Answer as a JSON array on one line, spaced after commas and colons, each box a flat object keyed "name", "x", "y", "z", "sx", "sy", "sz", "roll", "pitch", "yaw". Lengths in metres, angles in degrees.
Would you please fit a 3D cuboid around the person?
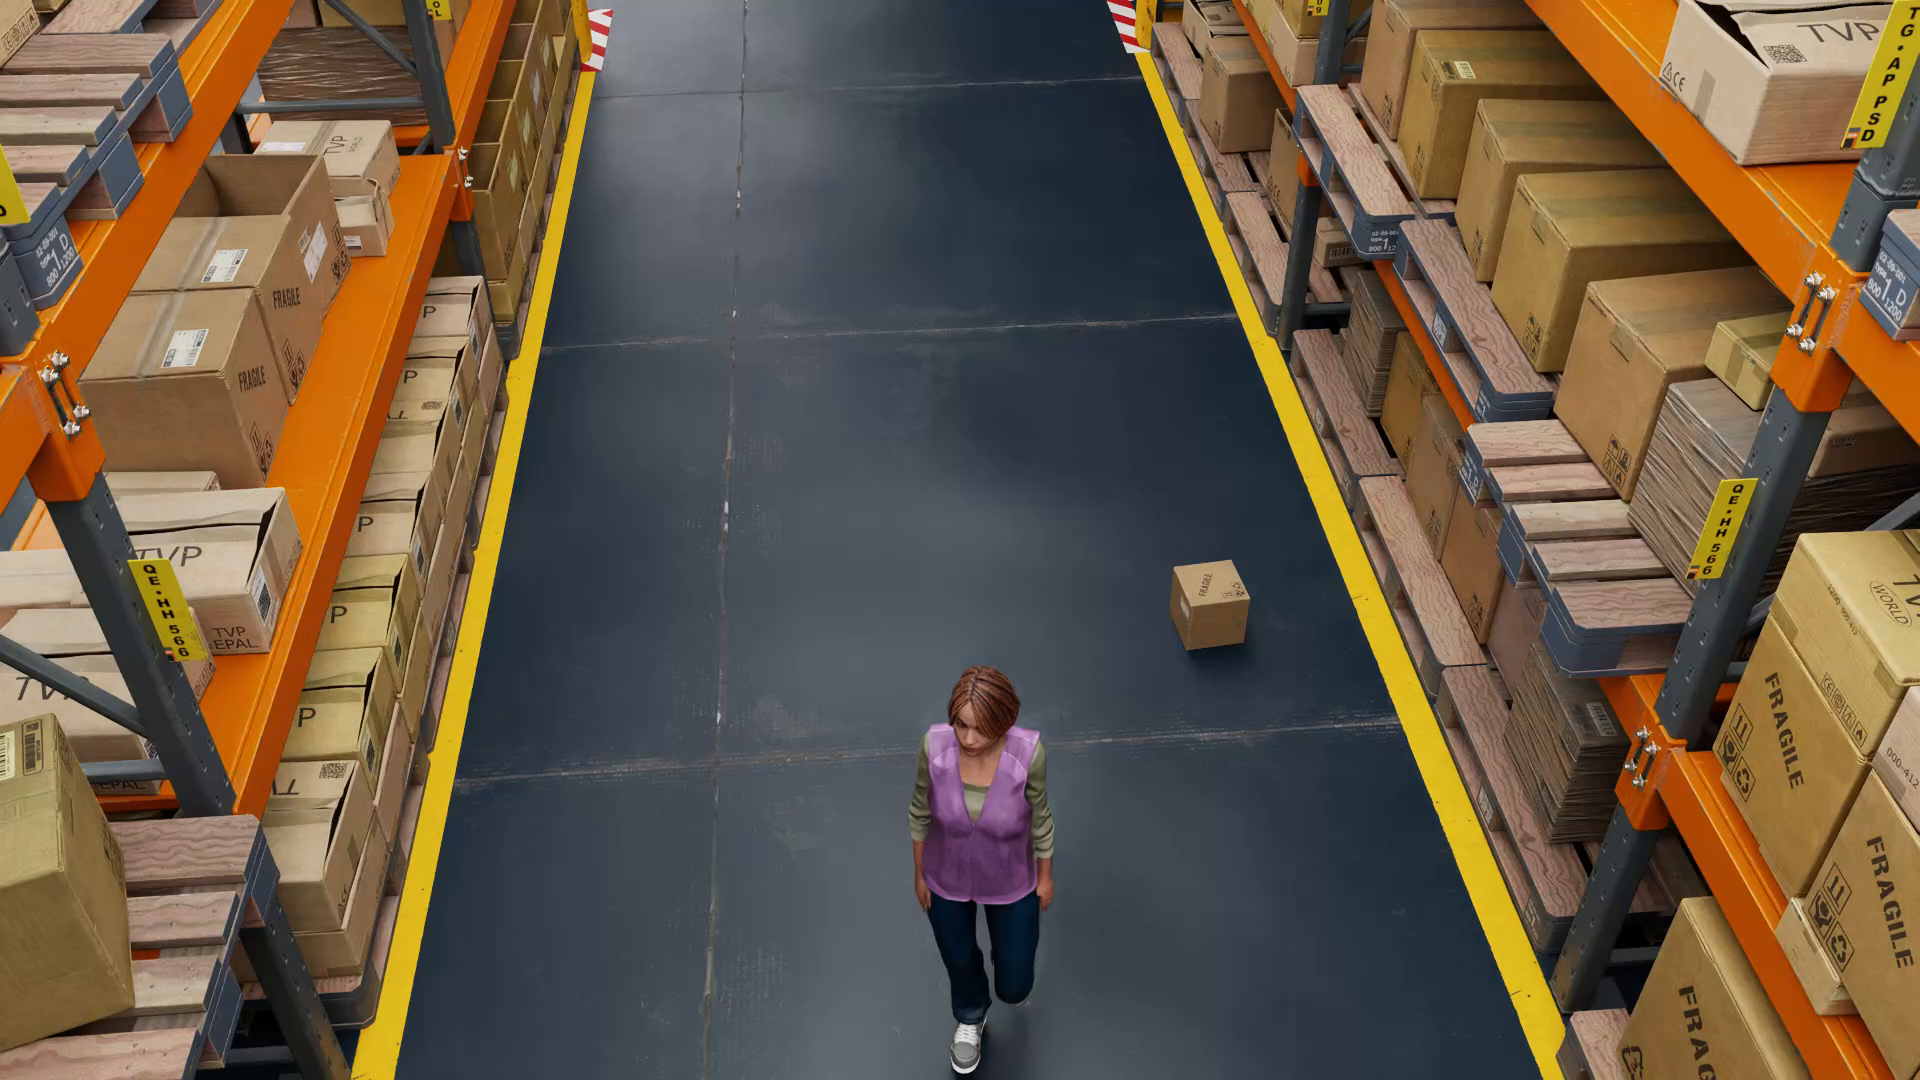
[{"name": "person", "x": 0.065, "y": 0.983, "z": 4.933, "sx": 0.435, "sy": 1.594, "sz": 0.442, "roll": 6, "pitch": 40, "yaw": 7}]
